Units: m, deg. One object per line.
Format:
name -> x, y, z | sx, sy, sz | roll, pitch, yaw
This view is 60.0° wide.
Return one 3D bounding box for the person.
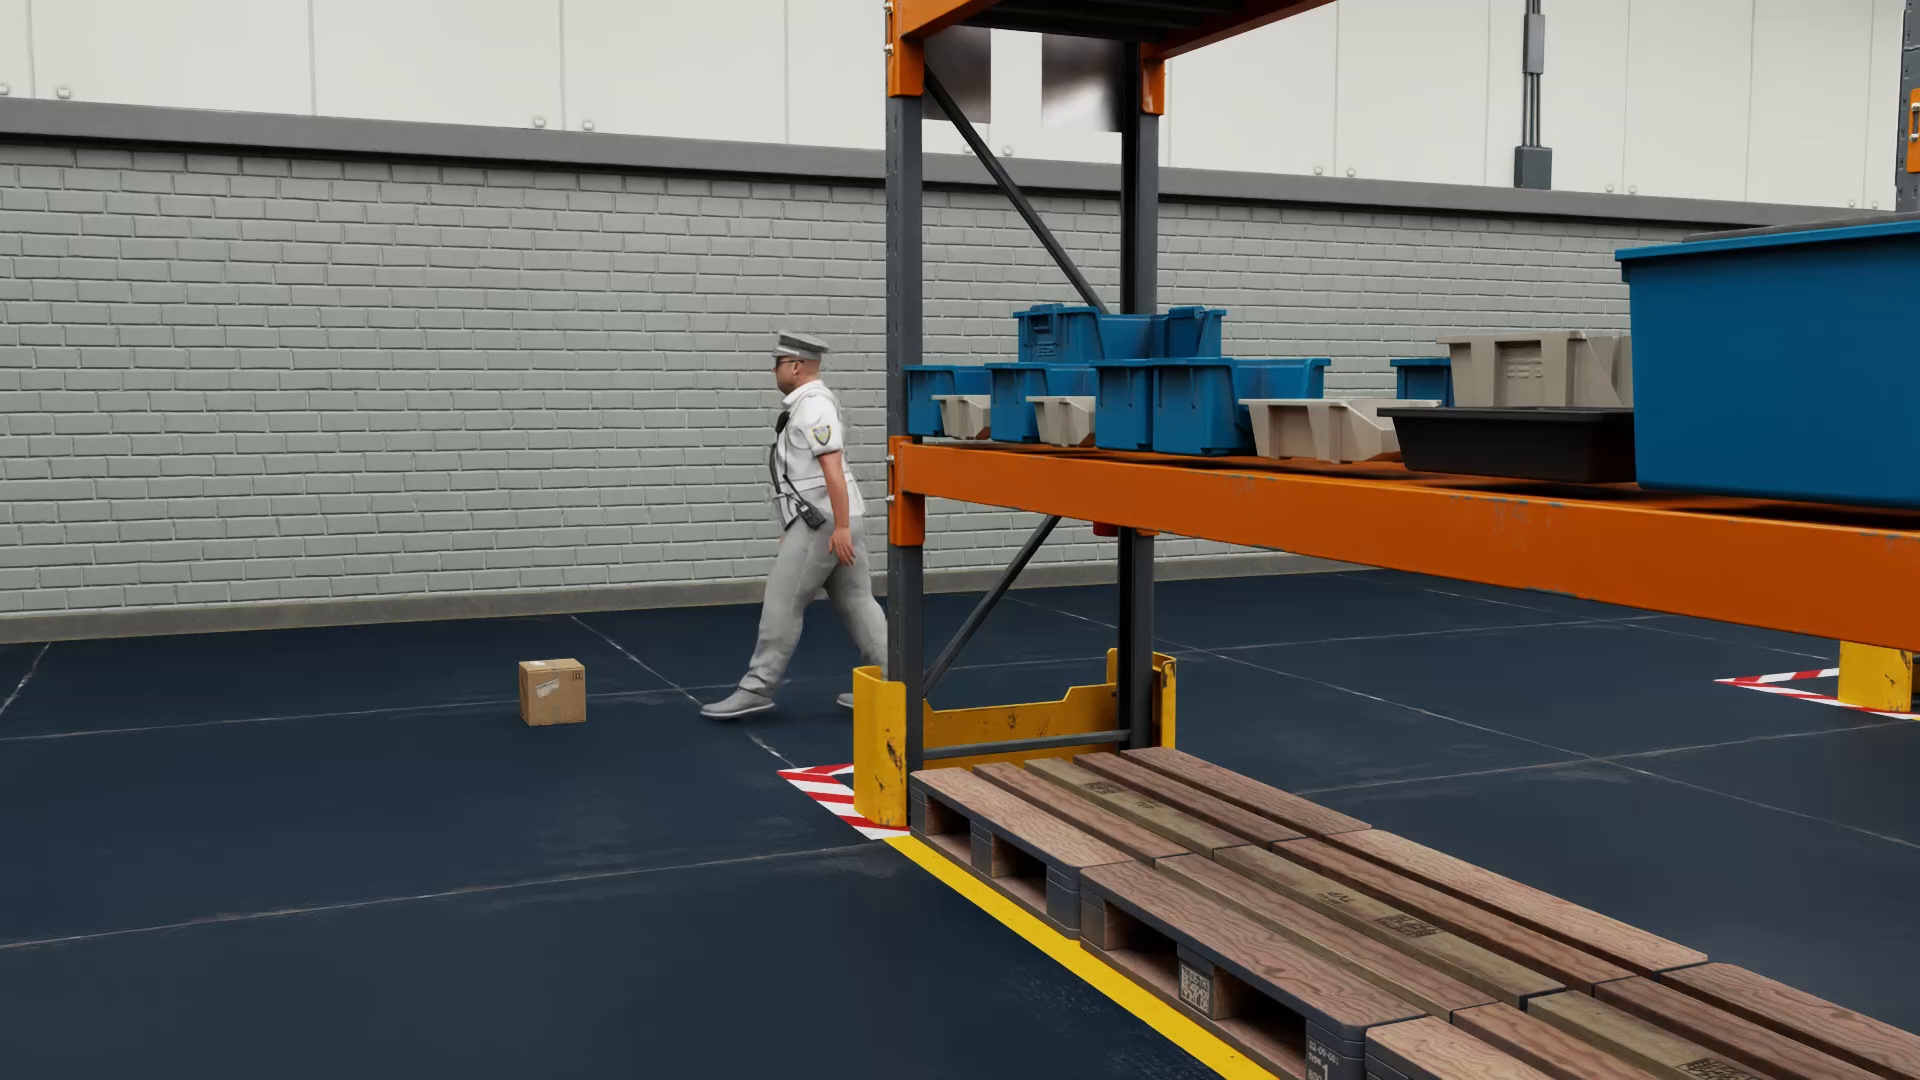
person -> -0.689, -0.085, 7.492 | 0.912, 1.723, 0.569 | 0, 5, 3
